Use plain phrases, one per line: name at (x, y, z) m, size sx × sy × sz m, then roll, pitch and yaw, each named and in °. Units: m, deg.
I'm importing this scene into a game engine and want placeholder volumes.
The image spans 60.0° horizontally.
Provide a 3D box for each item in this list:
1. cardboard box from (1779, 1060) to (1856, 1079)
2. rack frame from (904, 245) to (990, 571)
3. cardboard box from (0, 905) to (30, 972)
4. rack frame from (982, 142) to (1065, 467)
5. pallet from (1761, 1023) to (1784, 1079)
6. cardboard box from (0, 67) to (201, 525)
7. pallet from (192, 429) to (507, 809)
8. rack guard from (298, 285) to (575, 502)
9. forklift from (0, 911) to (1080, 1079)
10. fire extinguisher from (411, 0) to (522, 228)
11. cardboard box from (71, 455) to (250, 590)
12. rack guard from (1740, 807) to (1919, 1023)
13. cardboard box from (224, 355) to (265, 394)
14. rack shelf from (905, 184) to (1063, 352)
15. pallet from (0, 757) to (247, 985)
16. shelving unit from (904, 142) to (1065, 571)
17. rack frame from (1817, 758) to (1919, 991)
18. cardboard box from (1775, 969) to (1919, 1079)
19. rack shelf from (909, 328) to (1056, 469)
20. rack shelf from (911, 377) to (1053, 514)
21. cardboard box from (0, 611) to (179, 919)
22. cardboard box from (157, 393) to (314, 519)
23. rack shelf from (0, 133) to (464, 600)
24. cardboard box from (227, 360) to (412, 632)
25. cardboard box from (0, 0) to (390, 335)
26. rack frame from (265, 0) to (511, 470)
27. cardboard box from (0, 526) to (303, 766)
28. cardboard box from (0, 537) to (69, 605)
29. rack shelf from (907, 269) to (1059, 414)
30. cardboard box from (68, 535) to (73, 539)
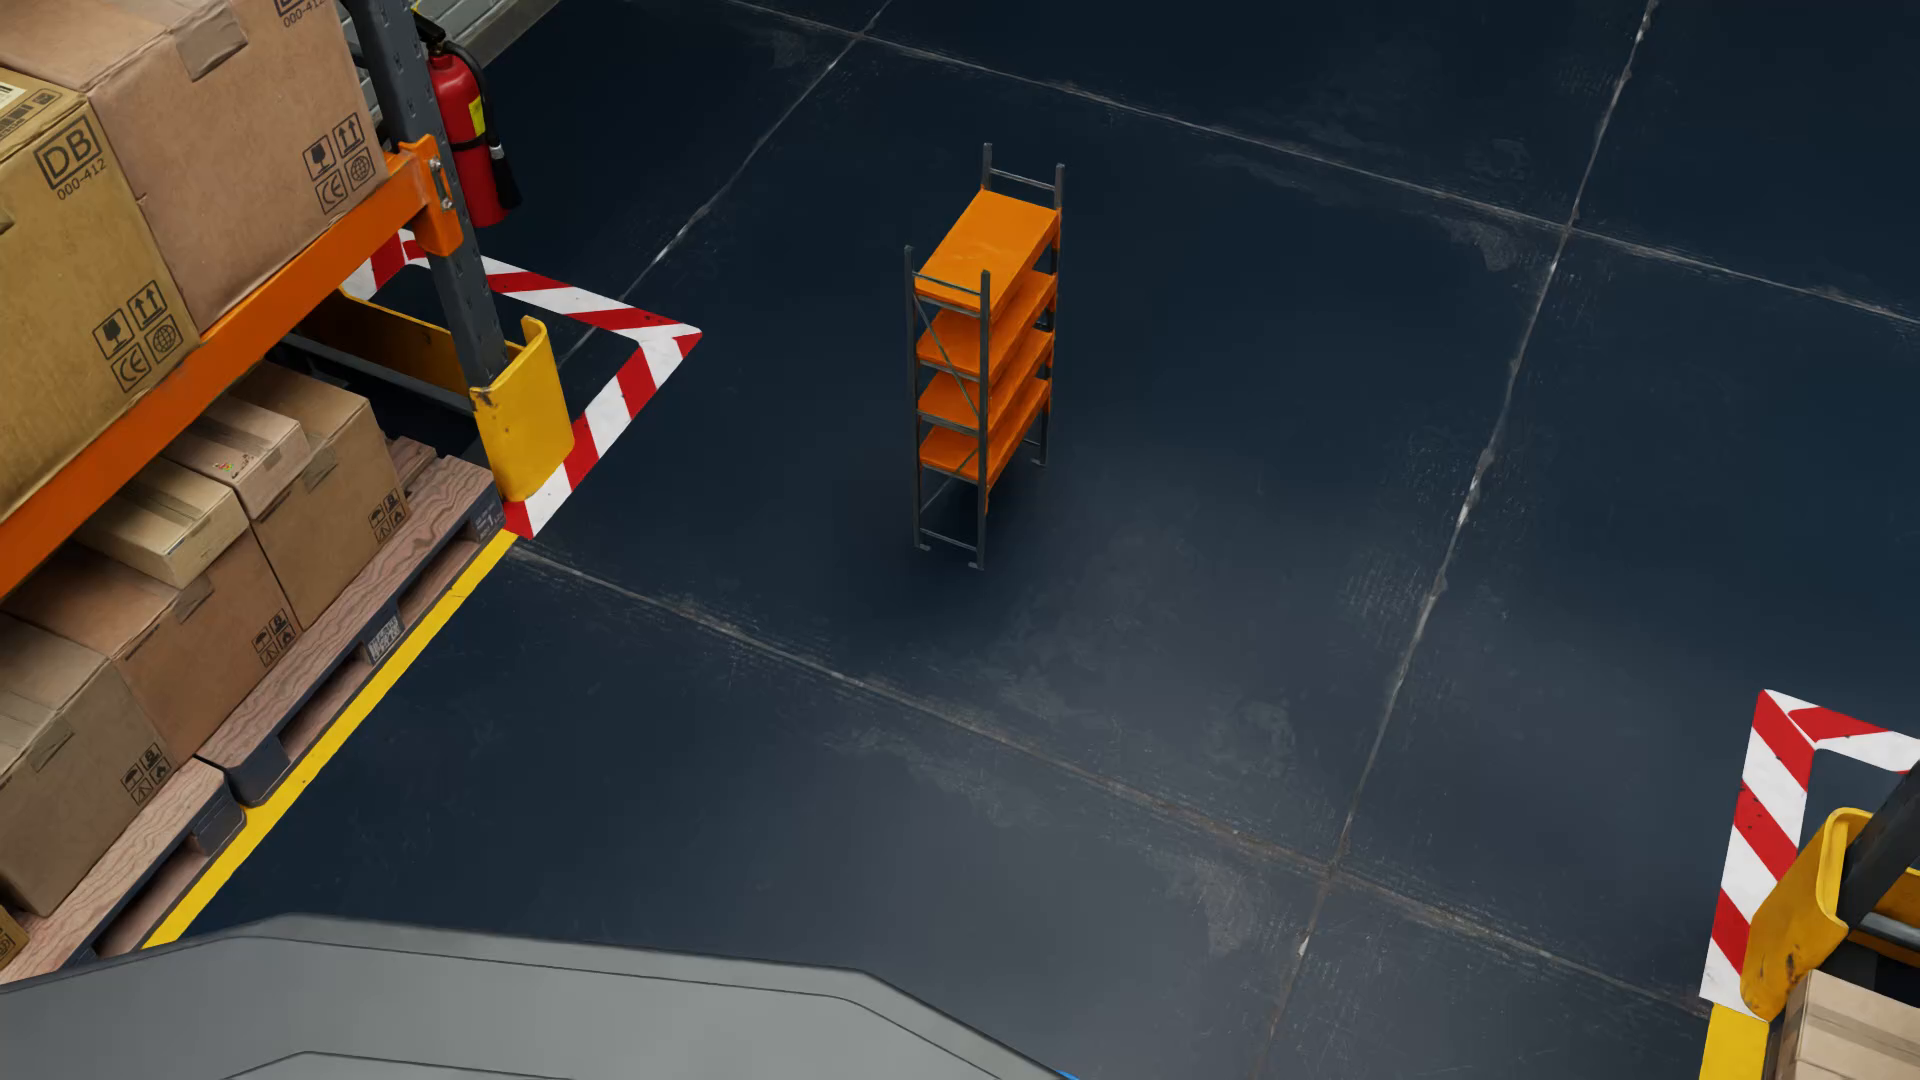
cardboard box at (2.015, 1.365, 3.690) m, size 0.380 × 0.166 × 0.250 m, roll 20°, pitch 52°, yaw 16°
rack frame at (-0.034, -0.335, 4.747) m, size 0.240 × 1.200 × 0.015 m, roll 20°, pitch 52°, yaw 16°
cardboard box at (-2.727, 0.881, 3.897) m, size 0.700 × 0.500 × 0.500 m, roll 21°, pitch 53°, yaw 17°
rack frame at (0.175, -0.671, 5.033) m, size 0.240 × 1.200 × 0.015 m, roll 20°, pitch 52°, yaw 16°
pallet at (2.239, 1.746, 3.626) m, size 1.003 × 0.211 × 1.213 m, roll 20°, pitch 52°, yaw 16°
cardboard box at (-2.379, -0.607, 3.600) m, size 0.980 × 0.700 × 0.700 m, roll 19°, pitch 52°, yaw 16°
pallet at (-2.140, 0.111, 5.017) m, size 1.003 × 0.211 × 1.213 m, roll 20°, pitch 52°, yaw 16°
rack guard at (-1.859, -0.575, 5.411) m, size 1.175 × 0.500 × 0.348 m, roll 20°, pitch 52°, yaw 16°
forklift at (-0.397, 1.799, 1.795) m, size 1.130 × 2.935 × 3.031 m, roll 5°, pitch 50°, yaw 4°
fire extinguisher at (-1.387, -1.176, 4.577) m, size 0.296 × 0.674 × 0.183 m, roll 20°, pitch 52°, yaw 16°
cardboard box at (-2.076, -0.066, 4.276) m, size 0.380 × 0.149 × 0.250 m, roll 21°, pitch 53°, yaw 17°
rack guard at (2.579, 1.103, 3.983) m, size 1.175 × 0.500 × 0.348 m, roll 20°, pitch 52°, yaw 16°
cardboard box at (-2.205, -0.541, 4.681) m, size 0.380 × 0.149 × 0.250 m, roll 20°, pitch 53°, yaw 16°
rack shelf at (0.071, -0.757, 4.591) m, size 0.258 × 0.148 × 0.480 m, roll 20°, pitch 52°, yaw 16°
pallet at (-2.662, 0.948, 4.305) m, size 1.003 × 0.211 × 1.213 m, roll 20°, pitch 52°, yaw 16°
shelving unit at (0.071, -0.503, 4.890) m, size 0.258 × 1.200 × 0.503 m, roll 20°, pitch 52°, yaw 16°
rack frame at (2.611, 0.241, 3.076) m, size 1.000 × 3.000 × 0.127 m, roll 20°, pitch 52°, yaw 16°
cardboard box at (2.122, 1.199, 3.844) m, size 0.380 × 0.149 × 0.250 m, roll 20°, pitch 52°, yaw 16°
rack shelf at (0.071, -0.459, 4.941) m, size 0.258 × 0.148 × 0.480 m, roll 20°, pitch 52°, yaw 16°
rack shelf at (0.071, -0.331, 5.092) m, size 0.258 × 0.148 × 0.480 m, roll 20°, pitch 52°, yaw 16°
cardboard box at (-2.506, 0.511, 4.211) m, size 0.700 × 0.500 × 0.500 m, roll 18°, pitch 52°, yaw 15°
cardboard box at (-1.968, -0.242, 4.426) m, size 0.380 × 0.149 × 0.250 m, roll 19°, pitch 52°, yaw 16°
rack shelf at (-2.724, 0.242, 3.547) m, size 1.077 × 0.370 × 4.000 m, roll 20°, pitch 52°, yaw 16°
cardboard box at (-2.078, -0.180, 4.799) m, size 0.700 × 0.500 × 0.500 m, roll 20°, pitch 52°, yaw 16°
cardboard box at (-2.078, -1.111, 4.029) m, size 0.980 × 0.700 × 0.700 m, roll 22°, pitch 53°, yaw 18°
rack frame at (-1.869, -1.368, 4.445) m, size 1.000 × 3.000 × 0.127 m, roll 20°, pitch 52°, yaw 16°
cardboard box at (-2.291, 0.165, 4.506) m, size 0.700 × 0.500 × 0.500 m, roll 20°, pitch 52°, yaw 16°
cardboard box at (-2.528, -0.020, 4.237) m, size 0.380 × 0.149 × 0.250 m, roll 20°, pitch 53°, yaw 16°
rack shelf at (0.071, -0.604, 4.771) m, size 0.258 × 0.148 × 0.480 m, roll 20°, pitch 52°, yaw 16°
cardboard box at (-2.421, -0.192, 4.384) m, size 0.380 × 0.149 × 0.250 m, roll 20°, pitch 52°, yaw 16°
